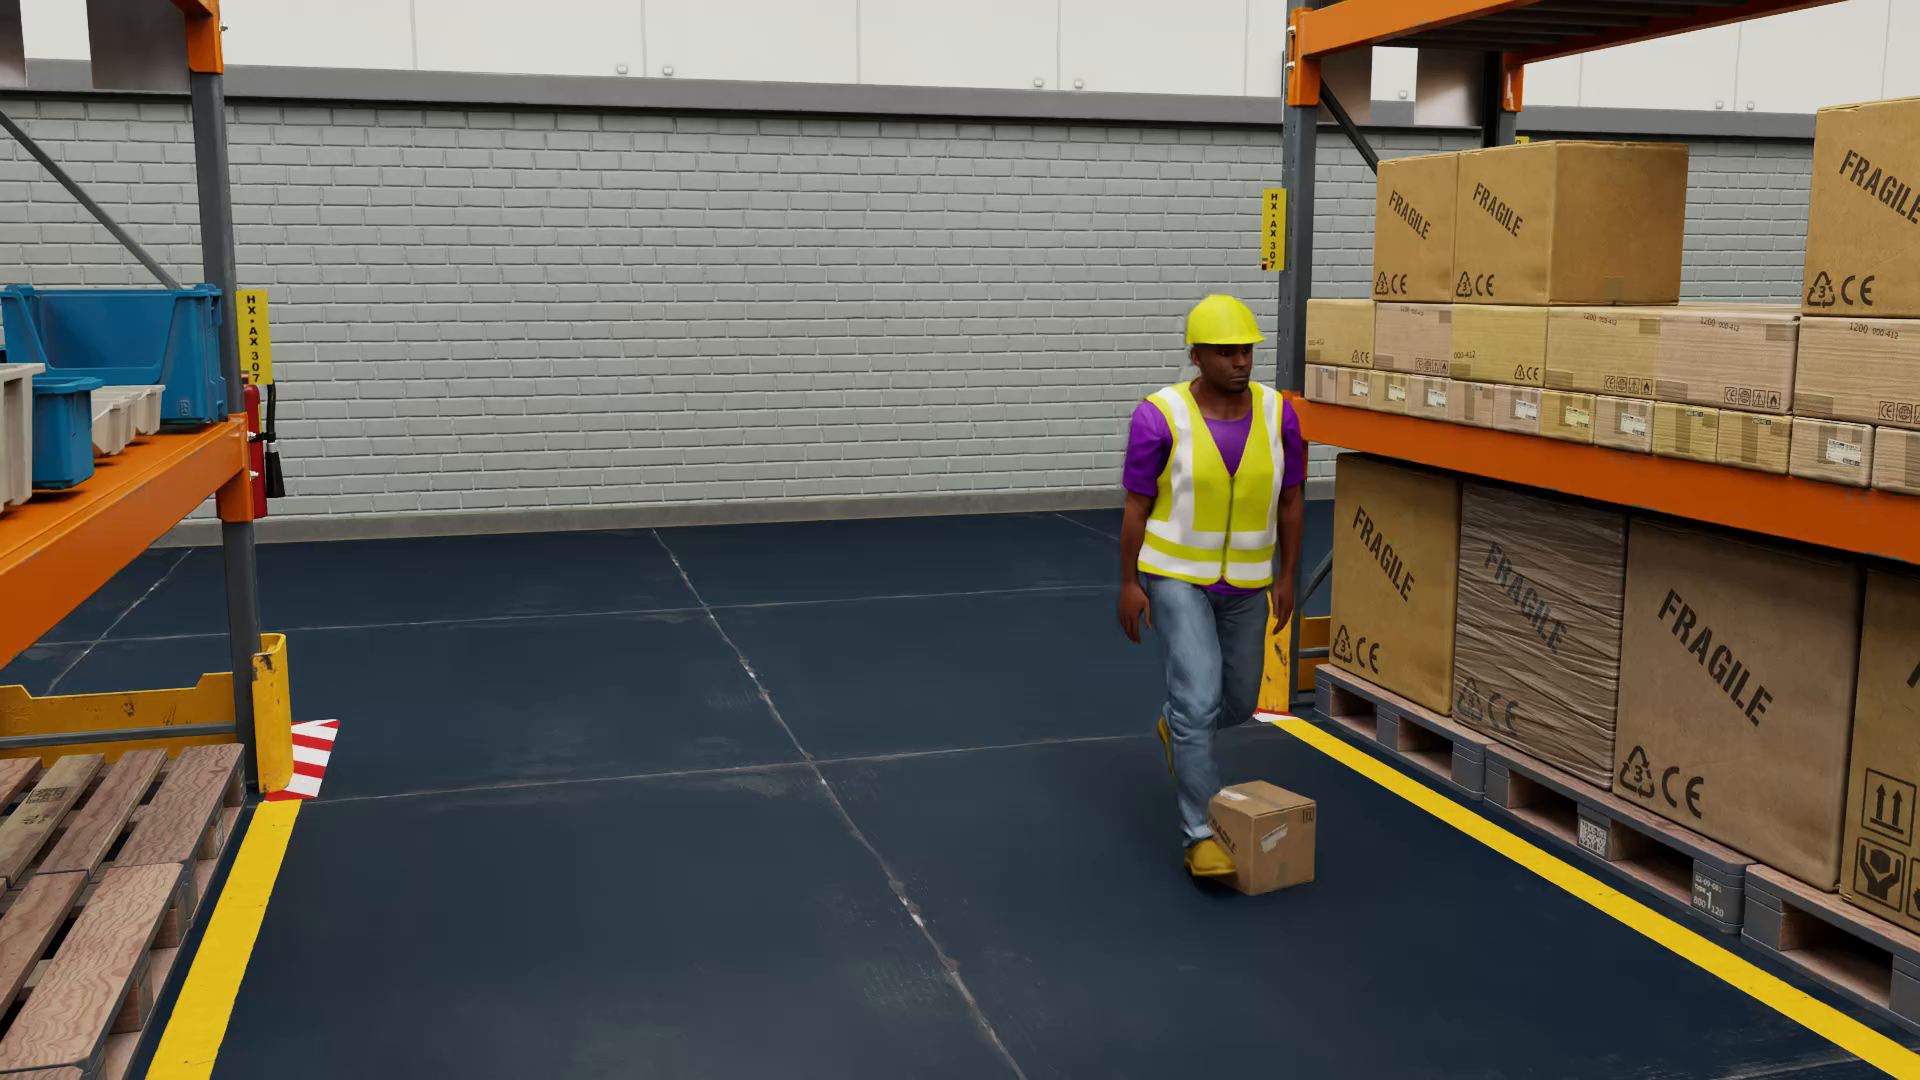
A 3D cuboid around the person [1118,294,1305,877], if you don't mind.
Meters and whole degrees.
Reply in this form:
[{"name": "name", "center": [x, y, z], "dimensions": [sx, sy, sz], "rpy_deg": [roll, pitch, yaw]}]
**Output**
[{"name": "person", "center": [0.766, 0.109, 5.181], "dimensions": [0.574, 1.734, 0.948], "rpy_deg": [-2, 9, -13]}]
